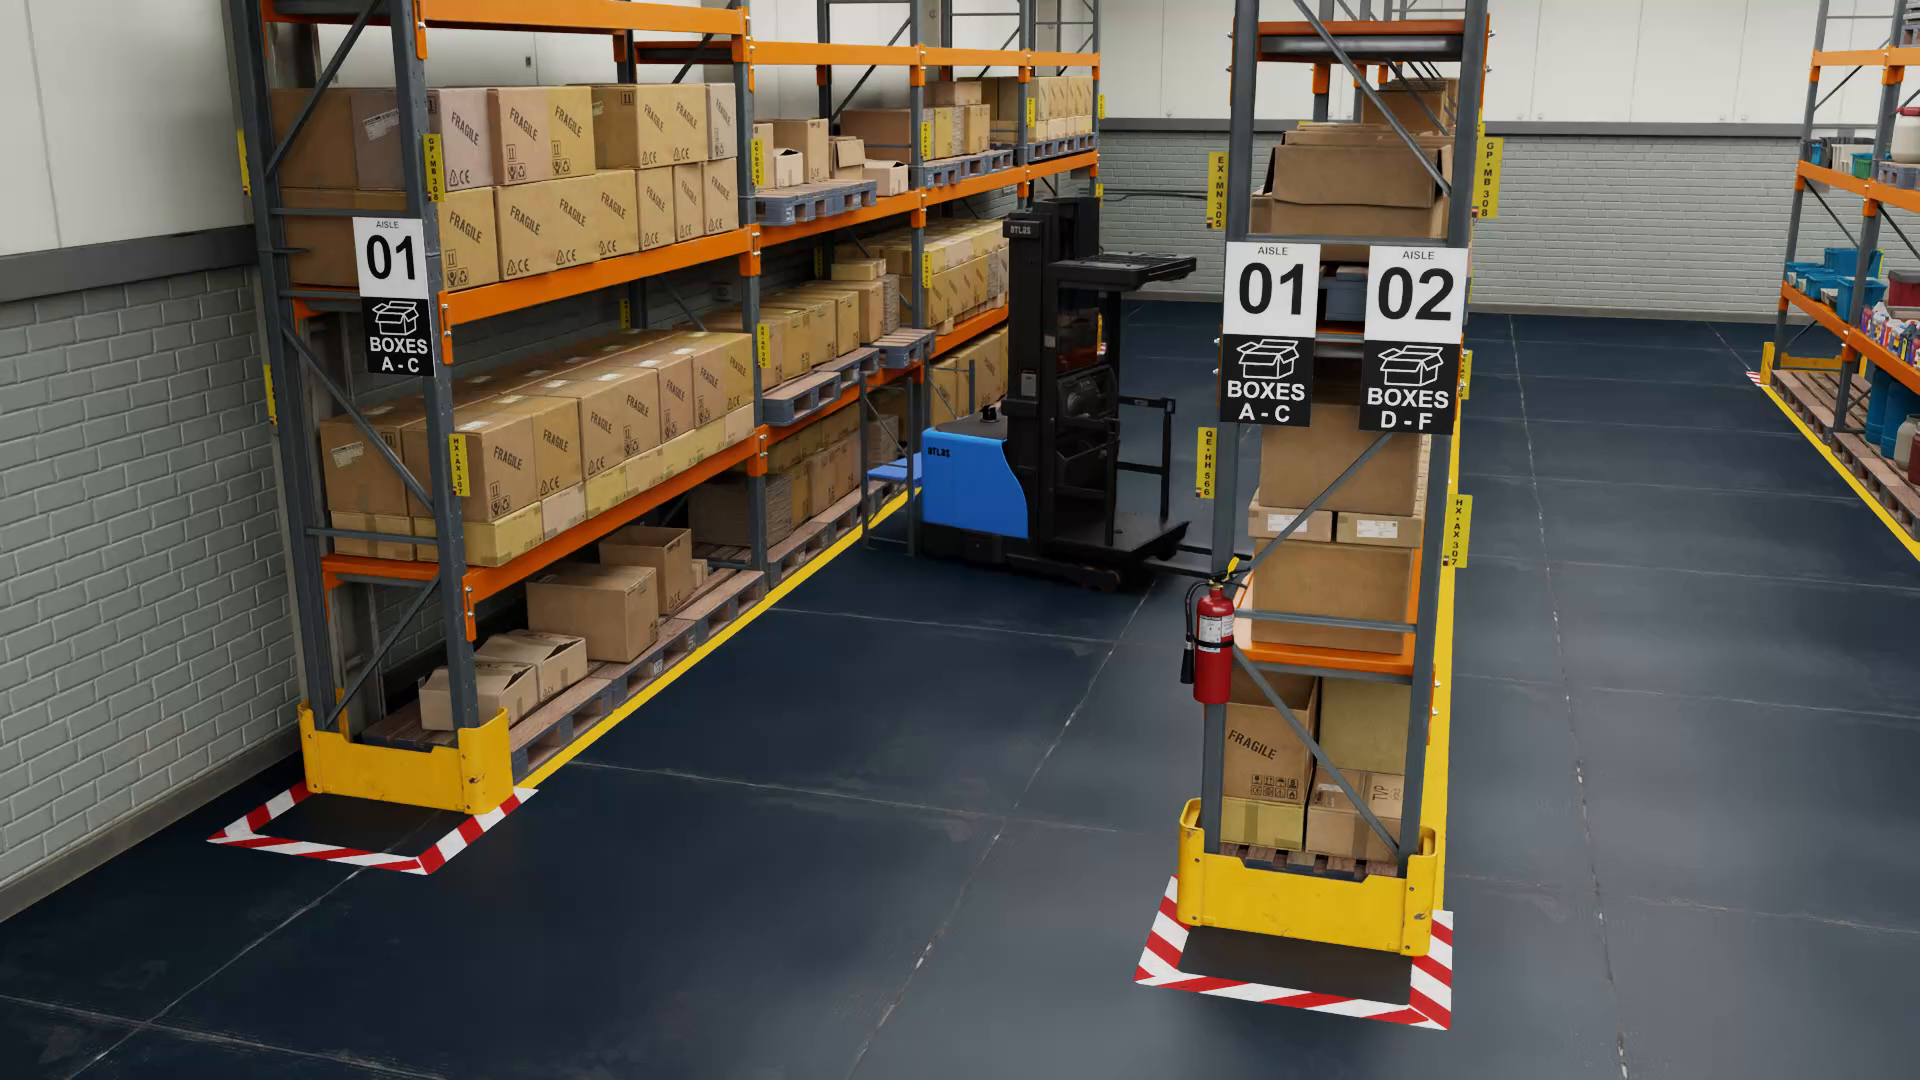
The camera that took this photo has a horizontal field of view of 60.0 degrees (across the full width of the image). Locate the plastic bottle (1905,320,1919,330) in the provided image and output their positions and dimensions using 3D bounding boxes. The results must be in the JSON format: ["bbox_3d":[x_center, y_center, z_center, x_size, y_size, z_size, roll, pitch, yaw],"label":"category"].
[{"bbox_3d":[9.179,-1.978,16.034,0.152,0.276,0.135,5,16,16],"label":"plastic bottle"}]

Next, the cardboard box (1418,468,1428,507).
[{"bbox_3d":[2.171,-0.276,8.432,0.380,0.149,0.250,4,16,15],"label":"cardboard box"}]

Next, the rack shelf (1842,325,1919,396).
[{"bbox_3d":[9.225,-1.514,15.489,1.077,0.370,4.000,5,16,16],"label":"rack shelf"}]

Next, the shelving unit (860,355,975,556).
[{"bbox_3d":[-0.348,-0.742,14.197,0.538,1.500,1.048,9,18,29],"label":"shelving unit"}]

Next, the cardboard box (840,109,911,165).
[{"bbox_3d":[-0.762,-3.937,16.226,0.700,0.500,0.500,3,16,12],"label":"cardboard box"}]

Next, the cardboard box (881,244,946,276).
[{"bbox_3d":[-0.458,-2.773,16.470,0.500,0.250,0.500,5,17,17],"label":"cardboard box"}]

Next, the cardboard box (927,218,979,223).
[{"bbox_3d":[-0.086,-3.613,19.432,0.500,0.250,0.500,5,17,18],"label":"cardboard box"}]

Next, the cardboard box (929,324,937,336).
[{"bbox_3d":[-0.447,-2.127,16.757,0.380,0.149,0.250,5,17,17],"label":"cardboard box"}]

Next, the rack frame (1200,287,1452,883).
[{"bbox_3d":[1.635,0.371,7.525,1.000,3.000,0.127,5,16,16],"label":"rack frame"}]

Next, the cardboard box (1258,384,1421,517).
[{"bbox_3d":[1.795,-0.436,7.810,0.700,0.500,0.500,5,16,16],"label":"cardboard box"}]

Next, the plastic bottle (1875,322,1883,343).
[{"bbox_3d":[9.105,-2.047,16.413,0.097,0.201,0.097,0,16,0],"label":"plastic bottle"}]

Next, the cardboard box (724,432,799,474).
[{"bbox_3d":[-1.664,-0.738,13.835,0.500,0.250,0.500,4,16,15],"label":"cardboard box"}]

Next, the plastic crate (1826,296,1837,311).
[{"bbox_3d":[9.854,-2.594,18.371,0.437,0.125,0.590,5,16,16],"label":"plastic crate"}]

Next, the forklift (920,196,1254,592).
[{"bbox_3d":[1.190,-1.172,13.090,3.031,2.935,1.130,10,19,31],"label":"forklift"}]

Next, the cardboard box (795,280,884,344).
[{"bbox_3d":[-1.099,-2.093,15.222,0.700,0.500,0.500,3,16,11],"label":"cardboard box"}]

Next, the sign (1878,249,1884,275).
[{"bbox_3d":[11.462,-3.470,20.768,0.100,0.325,0.005,5,16,16],"label":"sign"}]

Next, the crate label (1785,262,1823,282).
[{"bbox_3d":[10.544,-3.339,20.802,0.416,0.233,0.303,5,16,16],"label":"crate label"}]

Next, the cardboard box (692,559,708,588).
[{"bbox_3d":[-2.102,0.235,12.390,0.380,0.166,0.250,2,16,9],"label":"cardboard box"}]

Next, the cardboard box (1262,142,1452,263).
[{"bbox_3d":[1.802,-1.541,7.554,0.797,0.503,0.637,6,17,20],"label":"cardboard box"}]

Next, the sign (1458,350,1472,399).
[{"bbox_3d":[3.304,-1.088,10.935,0.100,0.325,0.005,5,16,16],"label":"sign"}]

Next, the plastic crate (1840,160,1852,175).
[{"bbox_3d":[9.790,-4.062,18.140,0.293,0.136,0.466,5,16,16],"label":"plastic crate"}]

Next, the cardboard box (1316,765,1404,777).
[{"bbox_3d":[2.139,1.238,8.739,0.500,0.250,0.500,5,16,16],"label":"cardboard box"}]

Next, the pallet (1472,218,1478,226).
[{"bbox_3d":[3.486,-2.597,12.838,1.003,0.211,1.213,5,17,18],"label":"pallet"}]

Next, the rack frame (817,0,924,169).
[{"bbox_3d":[-0.842,-4.991,15.436,1.000,3.000,0.127,5,16,16],"label":"rack frame"}]

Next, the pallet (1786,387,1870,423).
[{"bbox_3d":[10.310,-1.558,19.434,1.003,0.211,1.213,5,16,16],"label":"pallet"}]

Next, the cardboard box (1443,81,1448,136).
[{"bbox_3d":[4.183,-3.941,15.216,0.500,0.500,0.500,5,16,16],"label":"cardboard box"}]

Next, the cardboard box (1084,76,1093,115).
[{"bbox_3d":[1.485,-5.967,22.322,0.500,0.500,0.500,5,16,16],"label":"cardboard box"}]

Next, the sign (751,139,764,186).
[{"bbox_3d":[-1.456,-2.710,11.944,0.100,0.325,0.005,5,16,16],"label":"sign"}]

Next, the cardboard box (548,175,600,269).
[{"bbox_3d":[-2.450,-1.855,9.656,0.500,0.500,0.500,5,17,18],"label":"cardboard box"}]

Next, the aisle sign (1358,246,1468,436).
[{"bbox_3d":[1.910,-0.839,7.026,0.394,0.787,0.004,5,16,16],"label":"aisle sign"}]

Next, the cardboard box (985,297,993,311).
[{"bbox_3d":[0.152,-2.666,18.654,0.380,0.149,0.250,5,16,16],"label":"cardboard box"}]

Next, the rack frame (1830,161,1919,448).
[{"bbox_3d":[9.793,-2.384,17.236,1.000,3.000,0.127,5,16,16],"label":"rack frame"}]

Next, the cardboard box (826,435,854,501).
[{"bbox_3d":[-1.369,-0.664,14.948,0.700,0.500,0.500,5,16,16],"label":"cardboard box"}]

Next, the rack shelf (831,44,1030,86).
[{"bbox_3d":[-0.274,-4.976,17.434,1.077,0.370,4.000,5,16,16],"label":"rack shelf"}]

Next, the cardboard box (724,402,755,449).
[{"bbox_3d":[-1.823,-0.849,12.063,0.500,0.250,0.500,5,16,16],"label":"cardboard box"}]

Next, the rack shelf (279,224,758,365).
[{"bbox_3d":[-2.547,-1.633,10.409,1.077,0.370,4.000,5,16,16],"label":"rack shelf"}]

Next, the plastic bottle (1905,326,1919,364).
[{"bbox_3d":[8.772,-1.790,15.232,0.144,0.351,0.185,5,16,16],"label":"plastic bottle"}]

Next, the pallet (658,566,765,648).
[{"bbox_3d":[-2.136,0.461,12.317,1.003,0.211,1.213,5,16,16],"label":"pallet"}]

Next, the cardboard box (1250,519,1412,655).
[{"bbox_3d":[1.780,0.202,7.938,0.700,0.500,0.500,5,16,16],"label":"cardboard box"}]

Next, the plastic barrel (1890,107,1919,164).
[{"bbox_3d":[9.403,-3.976,16.334,0.433,0.535,0.433,0,16,0],"label":"plastic barrel"}]

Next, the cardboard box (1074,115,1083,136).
[{"bbox_3d":[1.331,-5.471,21.946,0.500,0.250,0.500,4,16,14],"label":"cardboard box"}]

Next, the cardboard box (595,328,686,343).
[{"bbox_3d":[-2.313,-1.250,12.104,0.500,0.500,0.500,4,16,15],"label":"cardboard box"}]

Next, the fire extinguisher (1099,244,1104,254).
[{"bbox_3d":[1.917,-3.985,23.708,0.296,0.674,0.183,5,16,16],"label":"fire extinguisher"}]

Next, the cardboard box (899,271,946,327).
[{"bbox_3d":[-0.459,-2.413,16.576,0.500,0.500,0.500,5,17,18],"label":"cardboard box"}]

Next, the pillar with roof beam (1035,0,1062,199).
[{"bbox_3d":[5.497,-7.524,24.365,9.100,9.000,0.400,5,16,16],"label":"pillar with roof beam"}]

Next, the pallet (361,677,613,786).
[{"bbox_3d":[-2.829,1.100,10.066,1.003,0.211,1.213,5,16,16],"label":"pallet"}]

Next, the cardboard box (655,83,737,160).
[{"bbox_3d":[-1.861,-2.888,11.467,0.500,0.500,0.500,3,16,11],"label":"cardboard box"}]

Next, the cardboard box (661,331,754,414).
[{"bbox_3d":[-1.817,-1.209,11.960,0.500,0.500,0.500,5,16,16],"label":"cardboard box"}]

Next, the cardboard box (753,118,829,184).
[{"bbox_3d":[-1.396,-3.211,13.705,0.500,0.500,0.500,4,16,14],"label":"cardboard box"}]

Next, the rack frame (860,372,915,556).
[{"bbox_3d":[-0.604,-0.622,13.775,0.500,1.500,0.032,9,18,29],"label":"rack frame"}]

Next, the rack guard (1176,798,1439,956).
[{"bbox_3d":[1.628,1.580,7.844,1.175,0.500,0.348,5,16,16],"label":"rack guard"}]

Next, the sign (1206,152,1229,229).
[{"bbox_3d":[1.119,-1.506,7.167,0.100,0.325,0.005,5,16,16],"label":"sign"}]
